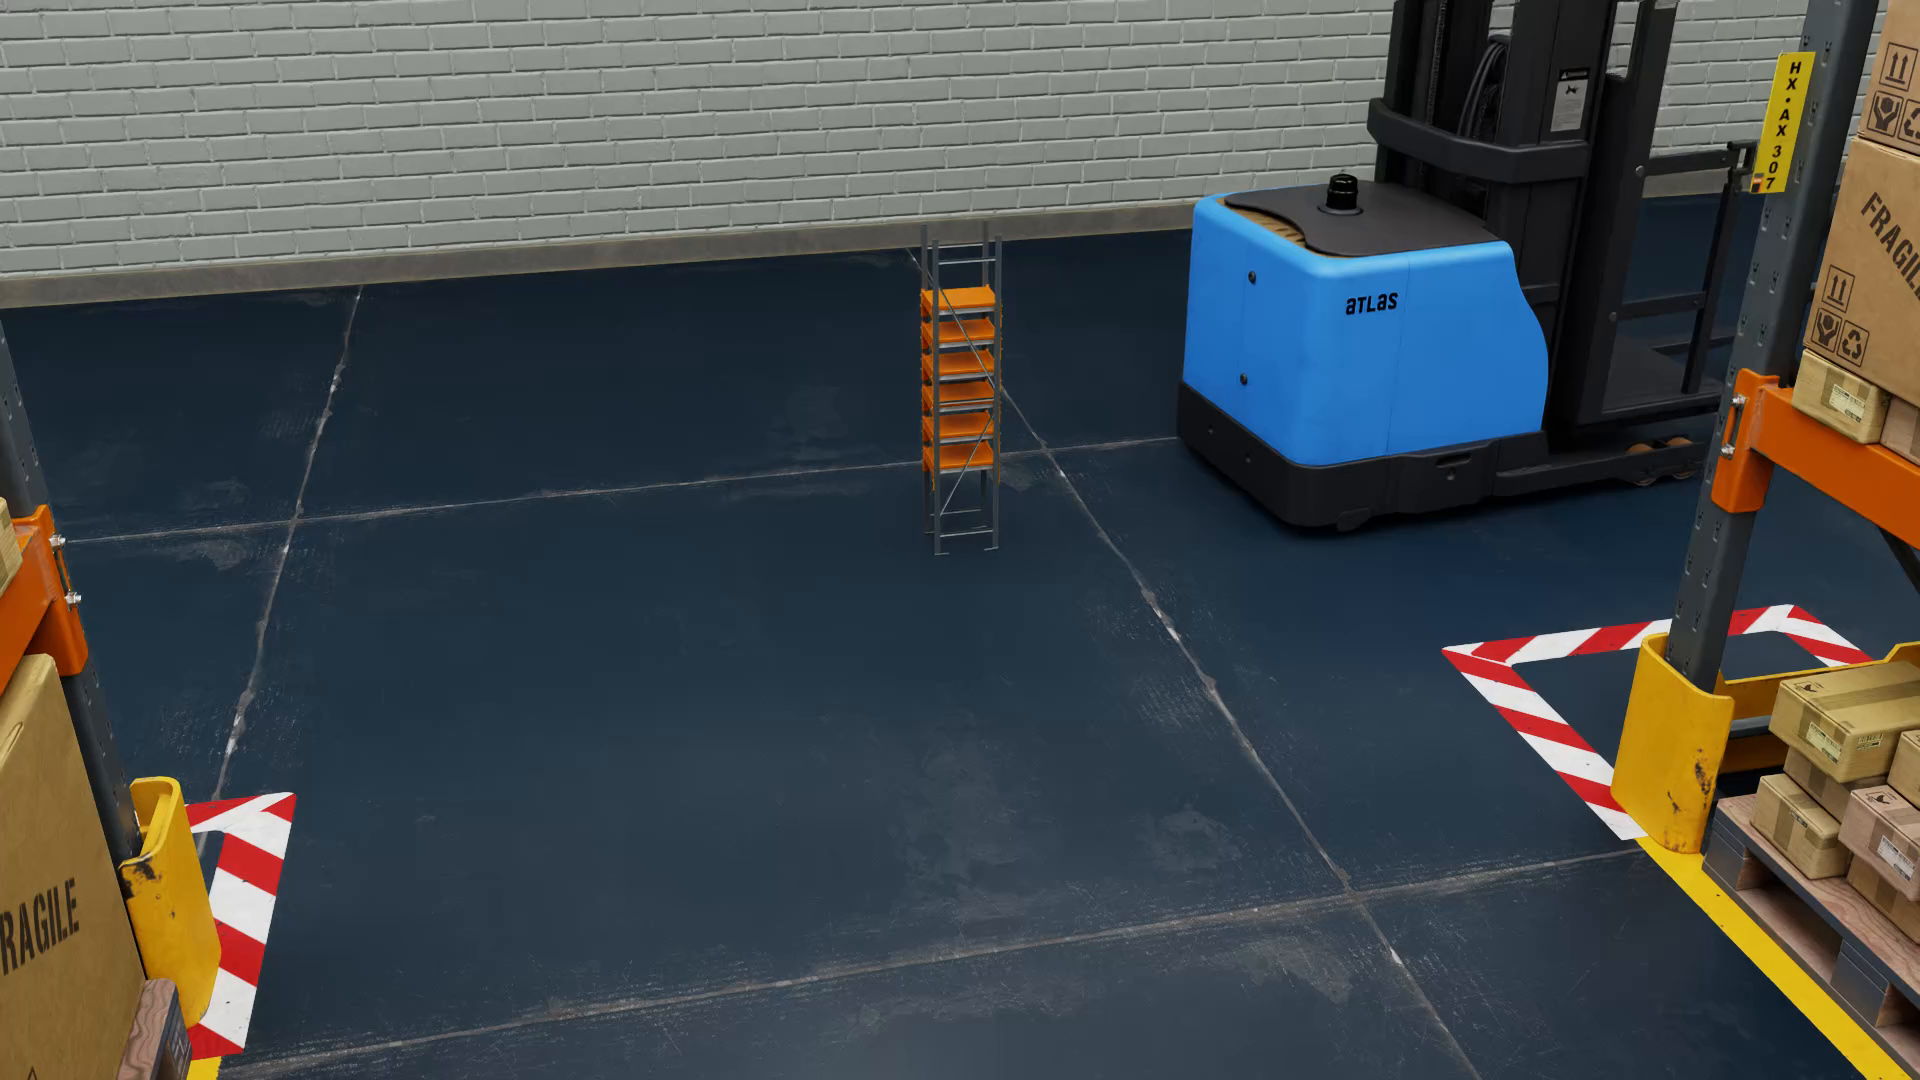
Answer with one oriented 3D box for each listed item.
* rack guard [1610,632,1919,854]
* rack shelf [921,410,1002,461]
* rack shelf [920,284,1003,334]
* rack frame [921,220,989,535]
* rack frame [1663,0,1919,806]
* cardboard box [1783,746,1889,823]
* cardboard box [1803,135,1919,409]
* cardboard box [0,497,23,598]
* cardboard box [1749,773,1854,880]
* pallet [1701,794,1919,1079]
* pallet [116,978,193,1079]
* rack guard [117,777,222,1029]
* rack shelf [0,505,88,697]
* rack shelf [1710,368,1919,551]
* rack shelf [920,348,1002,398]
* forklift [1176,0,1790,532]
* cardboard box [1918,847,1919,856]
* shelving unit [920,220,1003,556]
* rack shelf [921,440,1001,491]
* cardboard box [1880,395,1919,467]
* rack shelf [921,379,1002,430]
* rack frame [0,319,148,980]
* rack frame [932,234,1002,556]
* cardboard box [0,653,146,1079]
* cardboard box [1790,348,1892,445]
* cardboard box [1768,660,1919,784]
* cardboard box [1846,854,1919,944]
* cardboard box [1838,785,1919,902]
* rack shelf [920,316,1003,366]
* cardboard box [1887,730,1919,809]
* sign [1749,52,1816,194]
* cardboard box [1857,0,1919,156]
[{"bbox_3d":[2.471,0.507,4.690,1.175,0.500,0.348,-6,27,-12],"label":"rack guard"},{"bbox_3d":[0.003,-0.382,6.041,0.258,0.103,0.180,-6,27,-12],"label":"rack shelf"},{"bbox_3d":[0.003,-0.811,5.825,0.258,0.103,0.180,-6,27,-12],"label":"rack shelf"},{"bbox_3d":[-0.017,-0.569,6.047,0.240,1.200,0.006,-6,27,-12],"label":"rack frame"},{"bbox_3d":[2.454,-0.642,4.193,1.000,3.000,0.127,-6,27,-12],"label":"rack frame"},{"bbox_3d":[2.322,0.567,4.166,0.380,0.149,0.250,-5,27,-9],"label":"cardboard box"},{"bbox_3d":[2.286,-0.594,3.657,0.500,0.500,0.500,-5,27,-9],"label":"cardboard box"},{"bbox_3d":[-2.000,0.052,3.096,0.380,0.149,0.250,-5,27,-11],"label":"cardboard box"},{"bbox_3d":[2.260,0.706,4.220,0.380,0.149,0.250,-5,27,-11],"label":"cardboard box"},{"bbox_3d":[2.619,0.997,4.041,1.003,0.211,1.213,-6,27,-12],"label":"pallet"},{"bbox_3d":[-2.145,1.405,3.231,1.003,0.211,1.213,-6,27,-12],"label":"pallet"},{"bbox_3d":[-2.407,0.923,3.867,1.175,0.500,0.348,-6,27,-12],"label":"rack guard"},{"bbox_3d":[-1.951,1.017,1.705,1.077,0.370,4.000,-6,27,-12],"label":"rack shelf"},{"bbox_3d":[2.904,0.557,2.615,1.077,0.370,4.000,-6,27,-12],"label":"rack shelf"},{"bbox_3d":[0.003,-0.597,5.933,0.258,0.103,0.180,-6,27,-12],"label":"rack shelf"},{"bbox_3d":[2.479,-1.738,6.440,3.031,2.935,1.130,-9,28,-18],"label":"forklift"},{"bbox_3d":[2.352,0.675,3.622,0.380,0.149,0.250,-6,27,-12],"label":"cardboard box"},{"bbox_3d":[0.003,-0.529,5.967,0.258,1.200,0.189,-6,27,-12],"label":"shelving unit"},{"bbox_3d":[0.003,-0.275,6.095,0.258,0.103,0.180,-6,27,-12],"label":"rack shelf"},{"bbox_3d":[2.305,-0.247,3.689,0.380,0.149,0.250,-5,27,-10],"label":"cardboard box"},{"bbox_3d":[0.003,-0.490,5.987,0.258,0.103,0.180,-6,27,-12],"label":"rack shelf"},{"bbox_3d":[-2.401,-0.183,3.283,1.000,3.000,0.127,-6,27,-12],"label":"rack frame"},{"bbox_3d":[0.024,-0.489,5.887,0.240,1.200,0.006,-6,27,-12],"label":"rack frame"},{"bbox_3d":[-2.179,0.851,3.126,0.875,0.875,0.875,-6,27,-12],"label":"cardboard box"},{"bbox_3d":[2.207,-0.354,3.902,0.380,0.149,0.250,-6,27,-12],"label":"cardboard box"},{"bbox_3d":[2.241,0.442,4.082,0.380,0.149,0.250,-7,28,-14],"label":"cardboard box"},{"bbox_3d":[2.399,0.812,4.009,0.380,0.149,0.250,-6,27,-12],"label":"cardboard box"},{"bbox_3d":[2.328,0.693,3.917,0.380,0.149,0.250,-6,27,-12],"label":"cardboard box"},{"bbox_3d":[0.003,-0.704,5.879,0.258,0.103,0.180,-6,27,-12],"label":"rack shelf"},{"bbox_3d":[2.420,0.551,3.867,0.380,0.149,0.250,-5,27,-11],"label":"cardboard box"},{"bbox_3d":[1.925,-0.973,3.888,0.100,0.325,0.005,-6,27,-12],"label":"sign"},{"bbox_3d":[2.296,-1.042,3.434,0.500,0.500,0.500,-6,27,-12],"label":"cardboard box"}]
